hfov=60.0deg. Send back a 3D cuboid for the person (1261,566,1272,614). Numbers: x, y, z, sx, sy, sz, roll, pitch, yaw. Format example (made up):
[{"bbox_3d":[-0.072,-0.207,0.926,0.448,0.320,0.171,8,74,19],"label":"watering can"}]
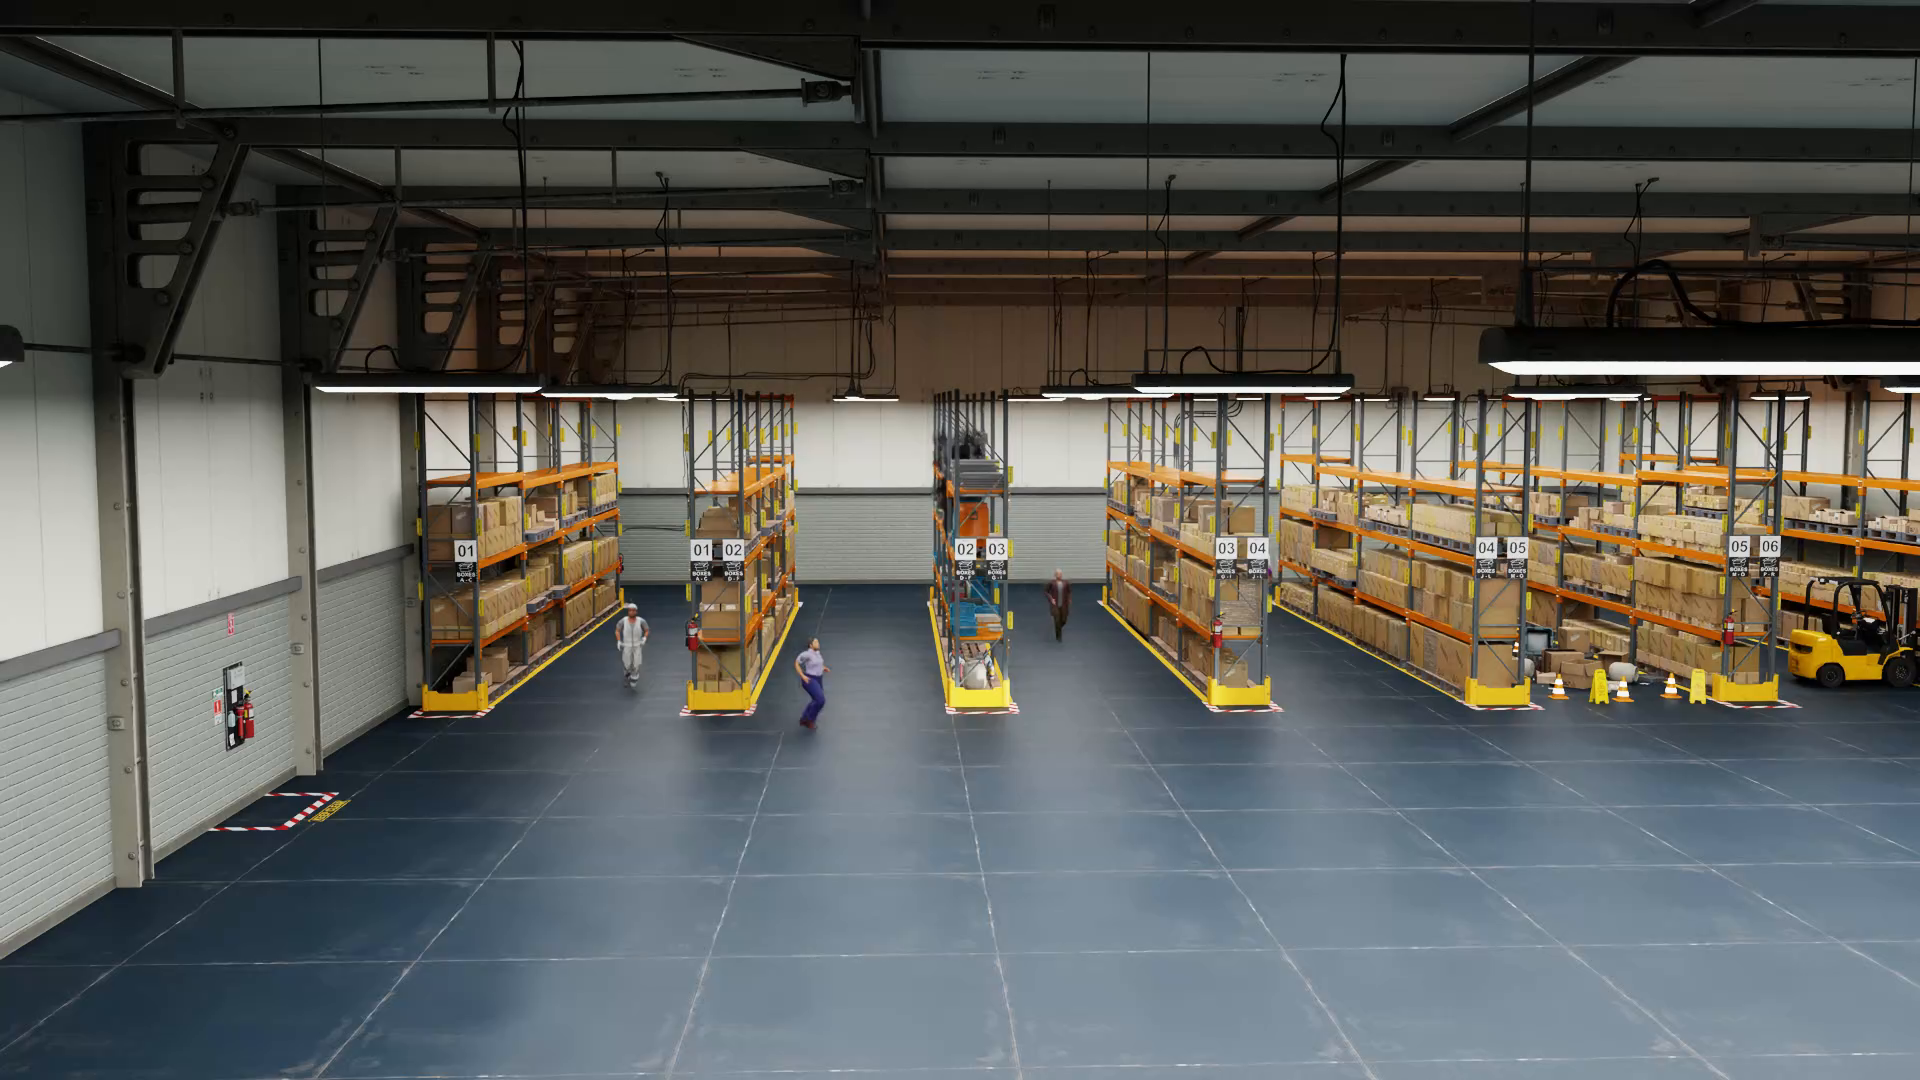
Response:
[{"bbox_3d":[8.035,1.243,44.299,0.690,1.721,0.582,0,5,-4],"label":"person"}]

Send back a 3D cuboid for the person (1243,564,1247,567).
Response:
[{"bbox_3d":[8.509,0.972,48.756,0.467,1.599,0.730,-3,5,-30],"label":"person"}]

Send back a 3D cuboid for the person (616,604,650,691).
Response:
[{"bbox_3d":[-6.520,2.142,33.182,0.668,1.749,0.583,-1,5,-13],"label":"person"}]

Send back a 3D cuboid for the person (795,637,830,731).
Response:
[{"bbox_3d":[-2.585,2.535,29.306,0.586,1.665,0.662,2,5,23],"label":"person"}]

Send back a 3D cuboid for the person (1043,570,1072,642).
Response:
[{"bbox_3d":[2.378,1.582,40.300,0.712,1.739,0.653,-1,5,-9],"label":"person"}]
